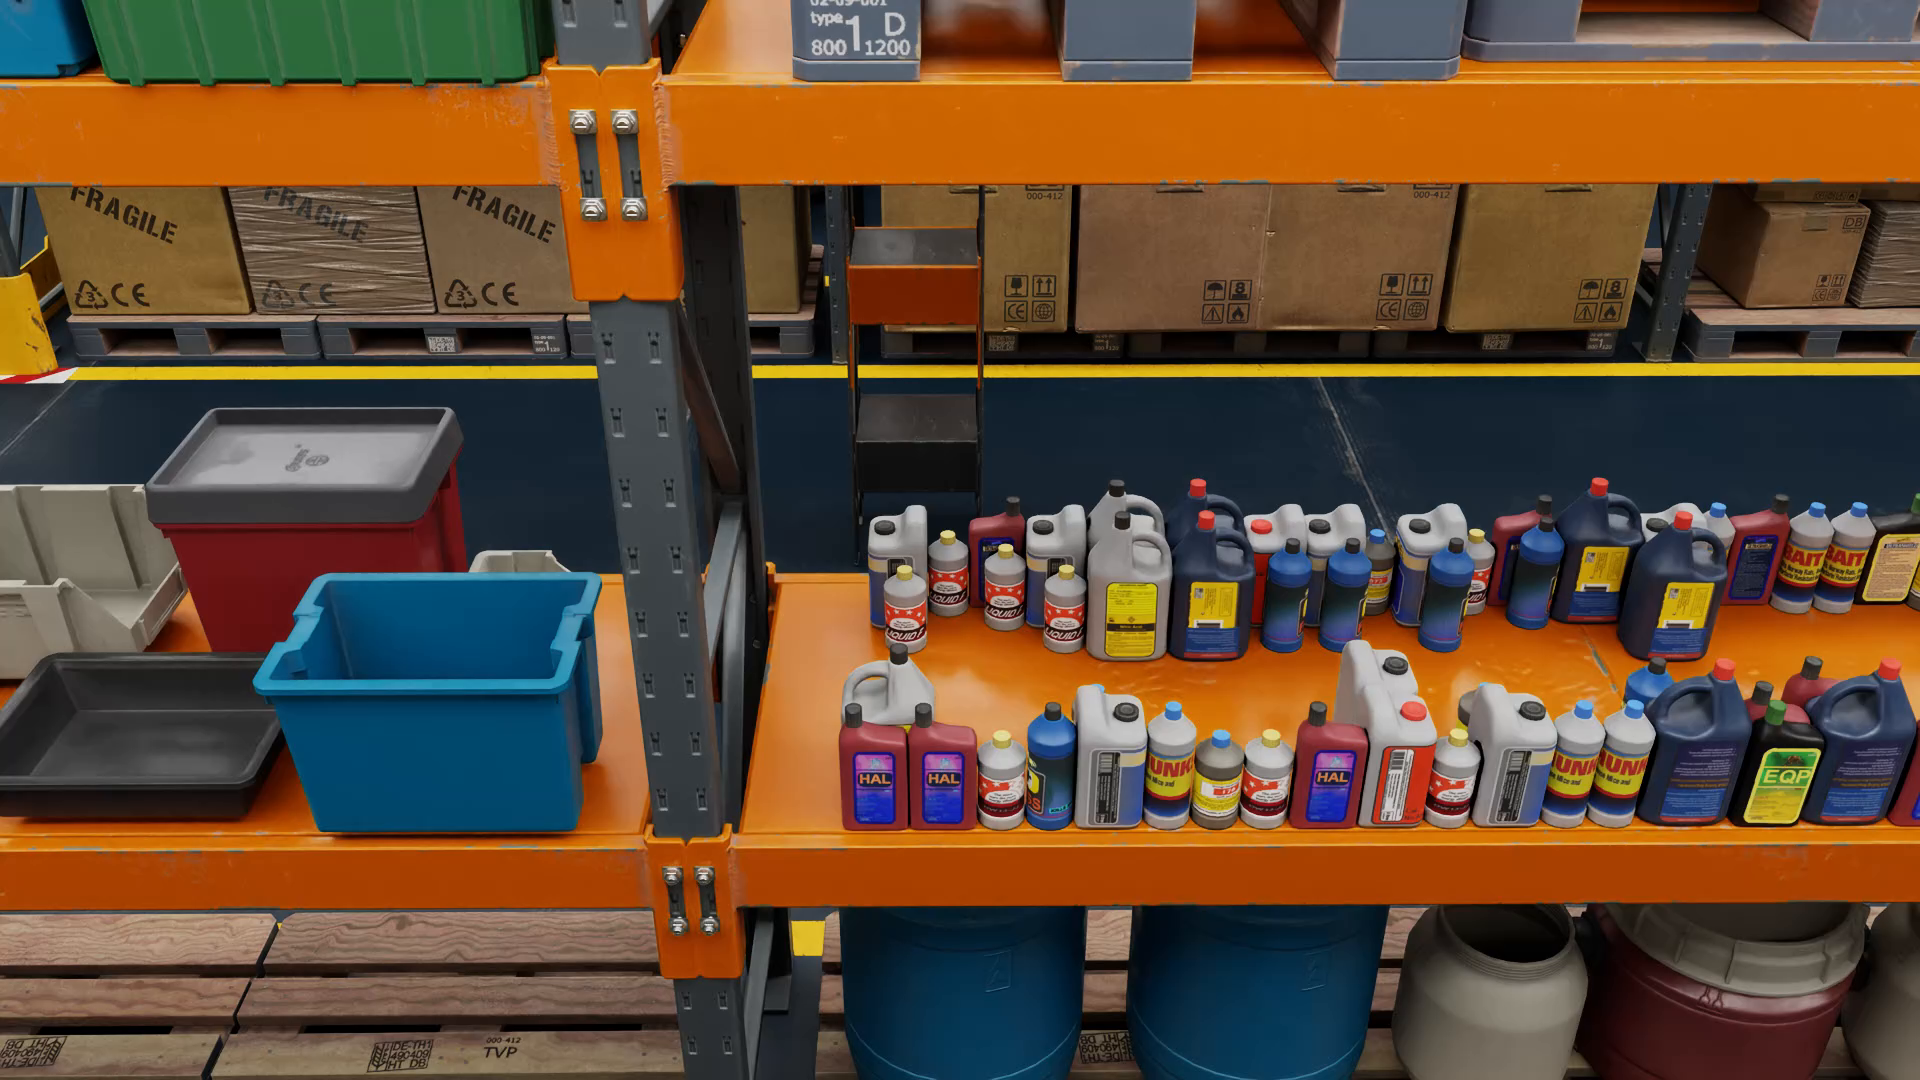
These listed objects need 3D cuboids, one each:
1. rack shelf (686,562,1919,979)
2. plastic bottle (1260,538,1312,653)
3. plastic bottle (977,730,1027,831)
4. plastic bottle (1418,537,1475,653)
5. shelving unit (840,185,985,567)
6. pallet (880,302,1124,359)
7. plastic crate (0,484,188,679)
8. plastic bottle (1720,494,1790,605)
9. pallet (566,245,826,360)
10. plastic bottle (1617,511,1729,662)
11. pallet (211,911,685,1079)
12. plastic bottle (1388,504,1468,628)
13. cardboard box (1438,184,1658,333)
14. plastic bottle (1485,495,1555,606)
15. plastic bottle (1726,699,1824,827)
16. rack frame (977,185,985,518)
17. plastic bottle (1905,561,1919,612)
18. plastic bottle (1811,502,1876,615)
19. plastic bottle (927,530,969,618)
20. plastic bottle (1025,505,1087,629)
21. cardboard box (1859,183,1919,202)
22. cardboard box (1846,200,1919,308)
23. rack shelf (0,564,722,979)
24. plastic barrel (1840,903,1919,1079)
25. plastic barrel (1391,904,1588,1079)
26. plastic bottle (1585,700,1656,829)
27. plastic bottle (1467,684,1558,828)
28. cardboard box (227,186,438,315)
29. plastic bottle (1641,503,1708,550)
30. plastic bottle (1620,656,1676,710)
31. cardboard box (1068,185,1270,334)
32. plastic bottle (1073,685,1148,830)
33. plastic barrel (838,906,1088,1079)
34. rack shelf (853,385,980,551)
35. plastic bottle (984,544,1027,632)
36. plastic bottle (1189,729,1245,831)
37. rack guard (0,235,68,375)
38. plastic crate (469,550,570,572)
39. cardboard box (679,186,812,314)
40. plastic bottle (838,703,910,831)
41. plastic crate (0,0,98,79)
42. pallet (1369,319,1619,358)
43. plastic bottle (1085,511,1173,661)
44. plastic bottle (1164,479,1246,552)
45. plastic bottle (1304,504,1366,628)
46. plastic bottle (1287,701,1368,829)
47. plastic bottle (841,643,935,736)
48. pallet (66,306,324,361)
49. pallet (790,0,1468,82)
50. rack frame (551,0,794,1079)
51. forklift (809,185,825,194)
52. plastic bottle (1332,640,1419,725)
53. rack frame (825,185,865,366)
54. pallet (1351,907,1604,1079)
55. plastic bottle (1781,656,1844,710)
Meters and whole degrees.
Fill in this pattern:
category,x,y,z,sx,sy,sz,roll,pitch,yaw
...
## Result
category,x,y,z,sx,sy,sz,roll,pitch,yaw
rack shelf,1.464,0.472,3.773,4.000,0.370,1.077,0,31,0
plastic bottle,0.745,0.119,3.786,0.097,0.271,0.097,0,31,0
plastic bottle,0.082,0.466,3.282,0.097,0.201,0.097,0,31,0
plastic bottle,1.111,0.118,3.788,0.097,0.271,0.097,0,31,0
shelving unit,-0.166,-0.897,6.205,0.503,2.100,0.431,0,31,0
pallet,0.205,-1.247,8.602,1.213,0.211,1.003,0,31,0
plastic crate,-2.064,0.105,3.741,0.530,0.282,0.437,0,31,0
plastic bottle,1.873,0.022,3.934,0.133,0.283,0.061,0,31,0
pallet,-1.327,-1.244,8.597,1.213,0.211,1.003,0,31,0
plastic bottle,1.618,0.095,3.750,0.185,0.351,0.144,0,31,0
pallet,-1.271,1.386,4.263,1.213,0.211,1.003,0,31,0
plastic bottle,1.092,0.051,3.893,0.135,0.276,0.152,0,31,0
cardboard box,2.744,-1.690,8.288,0.875,0.875,1.225,-2,31,-3
plastic bottle,1.323,0.024,3.931,0.133,0.283,0.061,0,31,0
plastic bottle,1.601,0.436,3.253,0.133,0.283,0.061,0,31,0
rack frame,0.078,-0.898,6.206,0.015,2.100,0.400,0,31,0
plastic bottle,2.317,0.065,3.942,0.097,0.201,0.097,0,31,0
plastic bottle,2.086,0.036,3.923,0.097,0.271,0.097,0,31,0
plastic bottle,-0.028,0.073,3.930,0.097,0.201,0.097,0,31,0
plastic bottle,0.221,0.054,3.889,0.135,0.276,0.152,0,31,0
cardboard box,4.634,-1.875,8.212,0.500,0.250,0.500,3,31,5
cardboard box,4.658,-1.551,8.400,0.500,0.500,0.700,-3,31,-4
rack shelf,-2.536,0.485,3.753,4.000,0.370,1.077,0,31,0
plastic barrel,2.410,1.101,4.037,0.421,0.512,0.421,0,31,0
plastic barrel,1.281,1.105,4.031,0.421,0.512,0.421,0,31,0
plastic bottle,1.300,0.432,3.270,0.097,0.271,0.097,0,31,0
plastic bottle,1.087,0.417,3.291,0.135,0.276,0.152,0,31,0
cardboard box,-3.017,-1.703,8.309,0.875,0.875,0.875,0,31,0
plastic bottle,1.642,0.050,3.896,0.135,0.276,0.152,0,31,0
plastic bottle,1.397,0.357,3.394,0.097,0.271,0.097,0,31,0
cardboard box,0.967,-1.685,8.279,0.875,0.875,1.225,-1,31,-2
plastic bottle,0.295,0.419,3.287,0.135,0.276,0.152,0,31,0
plastic barrel,0.008,0.896,4.000,0.708,0.901,0.600,0,31,0
rack shelf,-0.166,-0.287,6.575,0.480,0.518,0.431,0,31,0
plastic bottle,0.105,0.104,3.879,0.097,0.201,0.097,0,31,0
plastic bottle,0.508,0.465,3.284,0.097,0.201,0.097,0,31,0
rack guard,-4.590,-1.317,8.438,0.348,0.500,1.175,0,31,0
plastic crate,-1.003,0.186,3.749,0.243,0.136,0.396,0,31,0
cardboard box,-1.227,-1.709,8.318,0.875,0.875,0.875,0,31,0
plastic bottle,-0.167,0.441,3.244,0.133,0.283,0.061,0,31,0
plastic crate,-1.445,-0.871,2.564,0.300,0.233,0.416,0,31,0
pallet,2.645,-1.255,8.615,1.213,0.211,1.003,0,31,0
plastic bottle,0.382,0.094,3.750,0.185,0.351,0.144,0,31,0
plastic bottle,0.566,0.019,3.874,0.185,0.351,0.144,0,31,0
plastic bottle,0.860,0.052,3.892,0.135,0.276,0.152,0,31,0
plastic bottle,0.721,0.438,3.248,0.133,0.283,0.061,0,31,0
plastic bottle,-0.142,0.359,3.314,0.185,0.351,0.144,0,31,0
pallet,-3.767,-1.236,8.584,1.213,0.211,1.003,0,31,0
pallet,0.247,-1.084,2.935,1.003,0.211,1.213,0,31,0
rack frame,-0.536,0.171,3.576,0.127,3.000,1.000,0,31,0
forklift,-0.605,-3.832,10.241,3.031,2.935,1.130,-26,40,-36
plastic bottle,0.854,0.339,3.420,0.135,0.276,0.152,0,31,0
rack frame,-0.566,-2.398,7.811,0.127,3.000,1.000,0,31,0
pallet,1.459,1.377,4.277,1.213,0.211,1.003,0,31,0
plastic bottle,1.733,0.360,3.377,0.133,0.283,0.061,0,31,0
